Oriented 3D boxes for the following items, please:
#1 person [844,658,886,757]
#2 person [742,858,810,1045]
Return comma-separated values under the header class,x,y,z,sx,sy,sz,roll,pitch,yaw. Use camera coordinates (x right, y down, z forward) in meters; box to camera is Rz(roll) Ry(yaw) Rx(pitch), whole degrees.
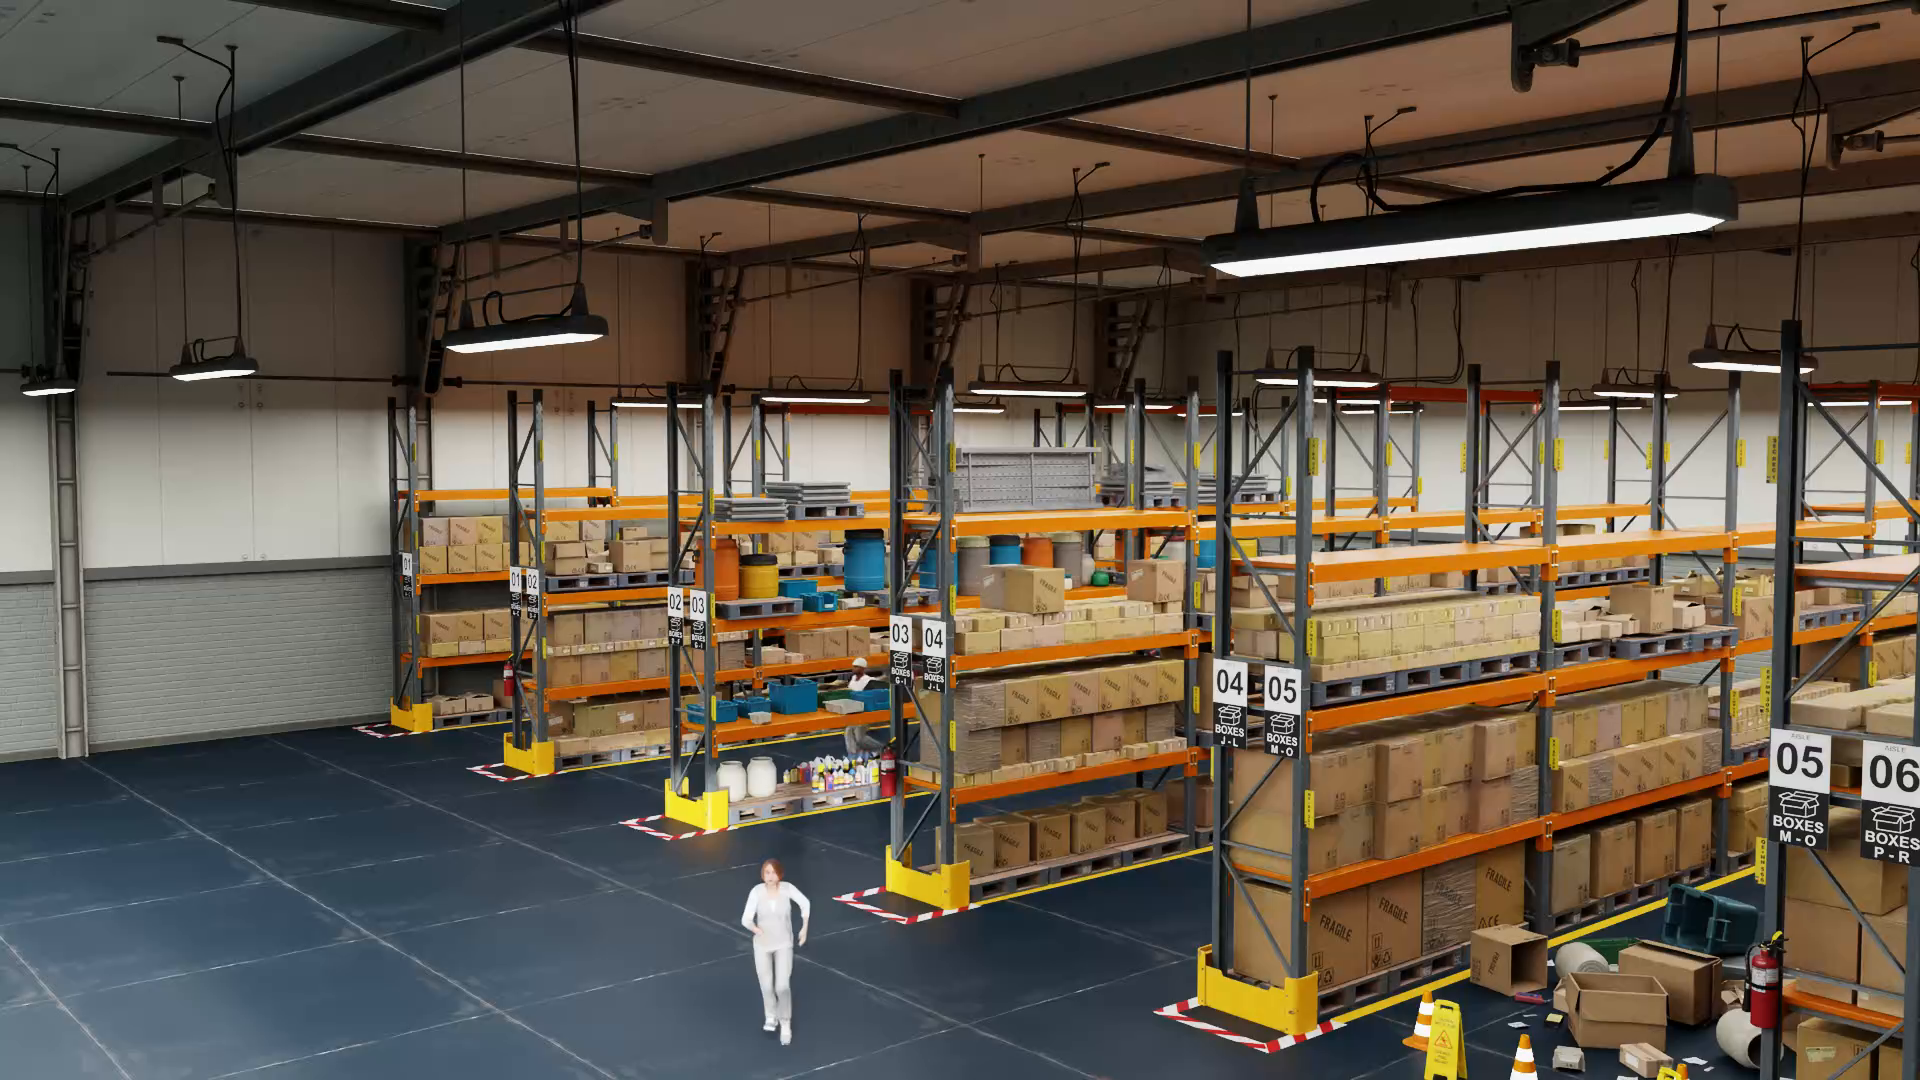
class,x,y,z,sx,sy,sz,roll,pitch,yaw
person,-1.572,2.744,26.396,0.791,1.758,0.706,-3,4,-37
person,-1.589,3.540,14.311,0.563,1.624,0.670,0,3,-1
